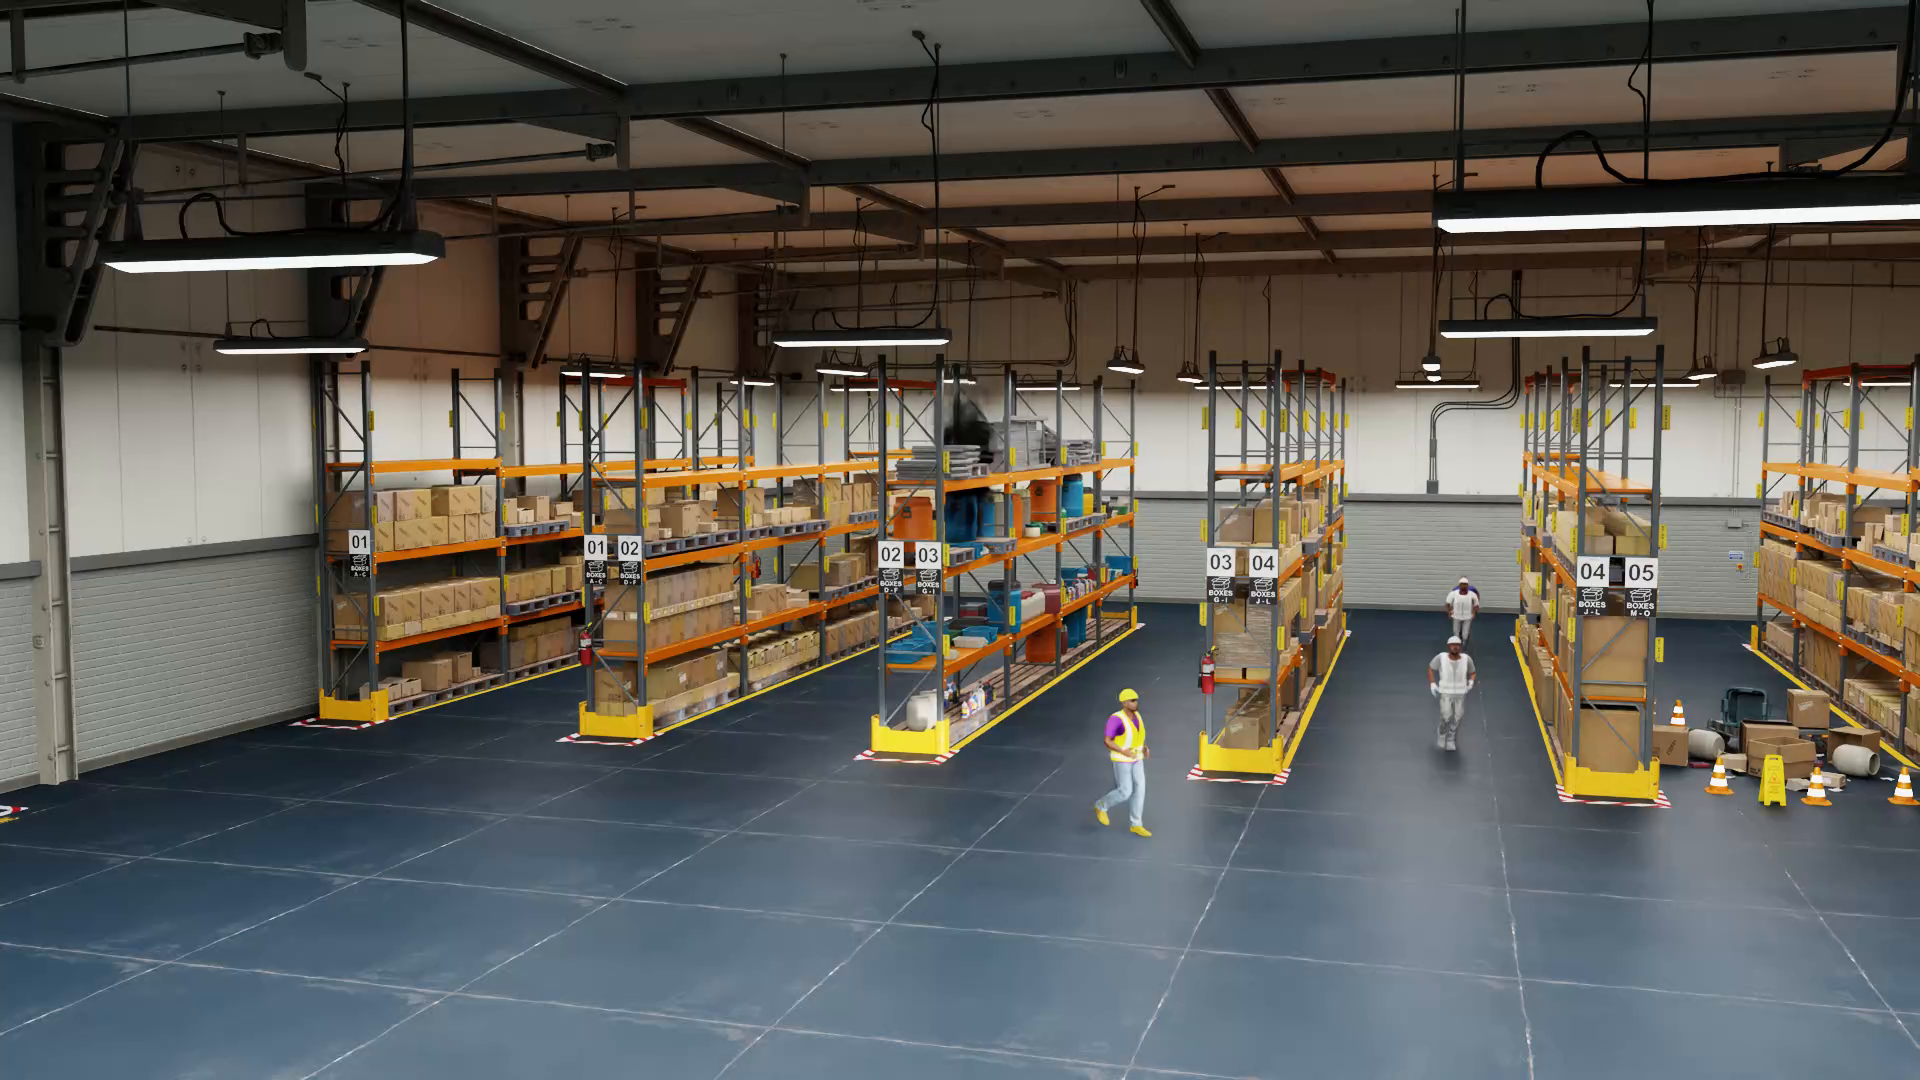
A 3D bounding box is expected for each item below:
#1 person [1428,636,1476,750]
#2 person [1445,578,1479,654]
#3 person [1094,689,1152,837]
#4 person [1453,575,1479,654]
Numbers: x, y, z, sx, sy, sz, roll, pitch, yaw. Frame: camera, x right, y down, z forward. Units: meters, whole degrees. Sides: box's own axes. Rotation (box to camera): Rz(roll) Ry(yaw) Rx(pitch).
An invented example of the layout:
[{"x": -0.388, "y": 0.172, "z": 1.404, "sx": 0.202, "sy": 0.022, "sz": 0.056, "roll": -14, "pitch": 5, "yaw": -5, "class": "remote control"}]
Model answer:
[{"x": 7.468, "y": 2.324, "z": 25.140, "sx": 0.686, "sy": 1.744, "sz": 0.599, "roll": 0, "pitch": 4, "yaw": 4, "class": "person"}, {"x": 10.516, "y": 1.649, "z": 34.824, "sx": 0.676, "sy": 1.720, "sz": 0.571, "roll": 1, "pitch": 4, "yaw": 15, "class": "person"}, {"x": 2.012, "y": 2.684, "z": 20.246, "sx": 0.726, "sy": 1.766, "sz": 0.799, "roll": -4, "pitch": 6, "yaw": -45, "class": "person"}, {"x": 10.979, "y": 1.597, "z": 36.190, "sx": 0.588, "sy": 1.699, "sz": 0.894, "roll": 2, "pitch": 4, "yaw": 22, "class": "person"}]
